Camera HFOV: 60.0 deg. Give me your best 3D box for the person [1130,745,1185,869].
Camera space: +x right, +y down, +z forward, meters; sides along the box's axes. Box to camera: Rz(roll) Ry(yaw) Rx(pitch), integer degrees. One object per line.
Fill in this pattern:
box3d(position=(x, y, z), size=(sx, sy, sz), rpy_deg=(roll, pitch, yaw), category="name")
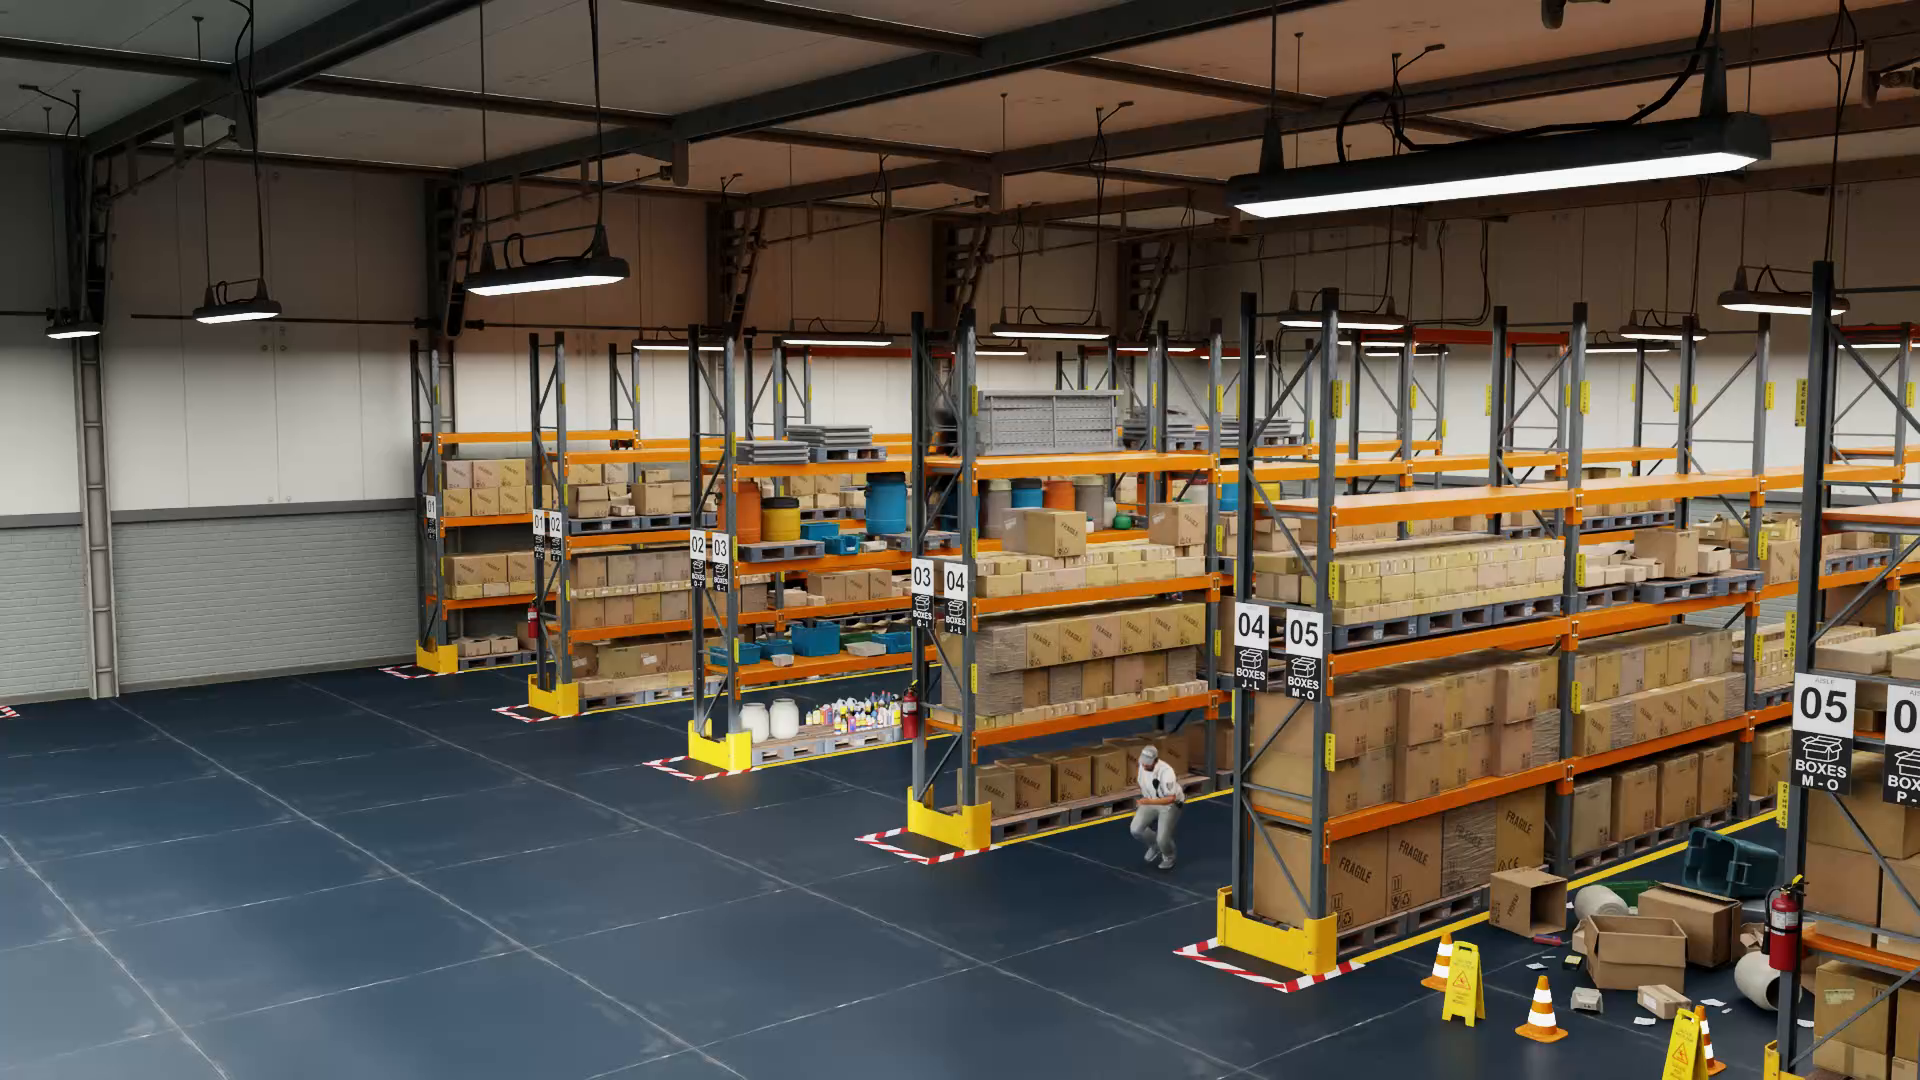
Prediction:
box3d(position=(2.099, 2.825, 17.559), size=(0.583, 1.435, 0.955), rpy_deg=(4, 7, 39), category="person")
